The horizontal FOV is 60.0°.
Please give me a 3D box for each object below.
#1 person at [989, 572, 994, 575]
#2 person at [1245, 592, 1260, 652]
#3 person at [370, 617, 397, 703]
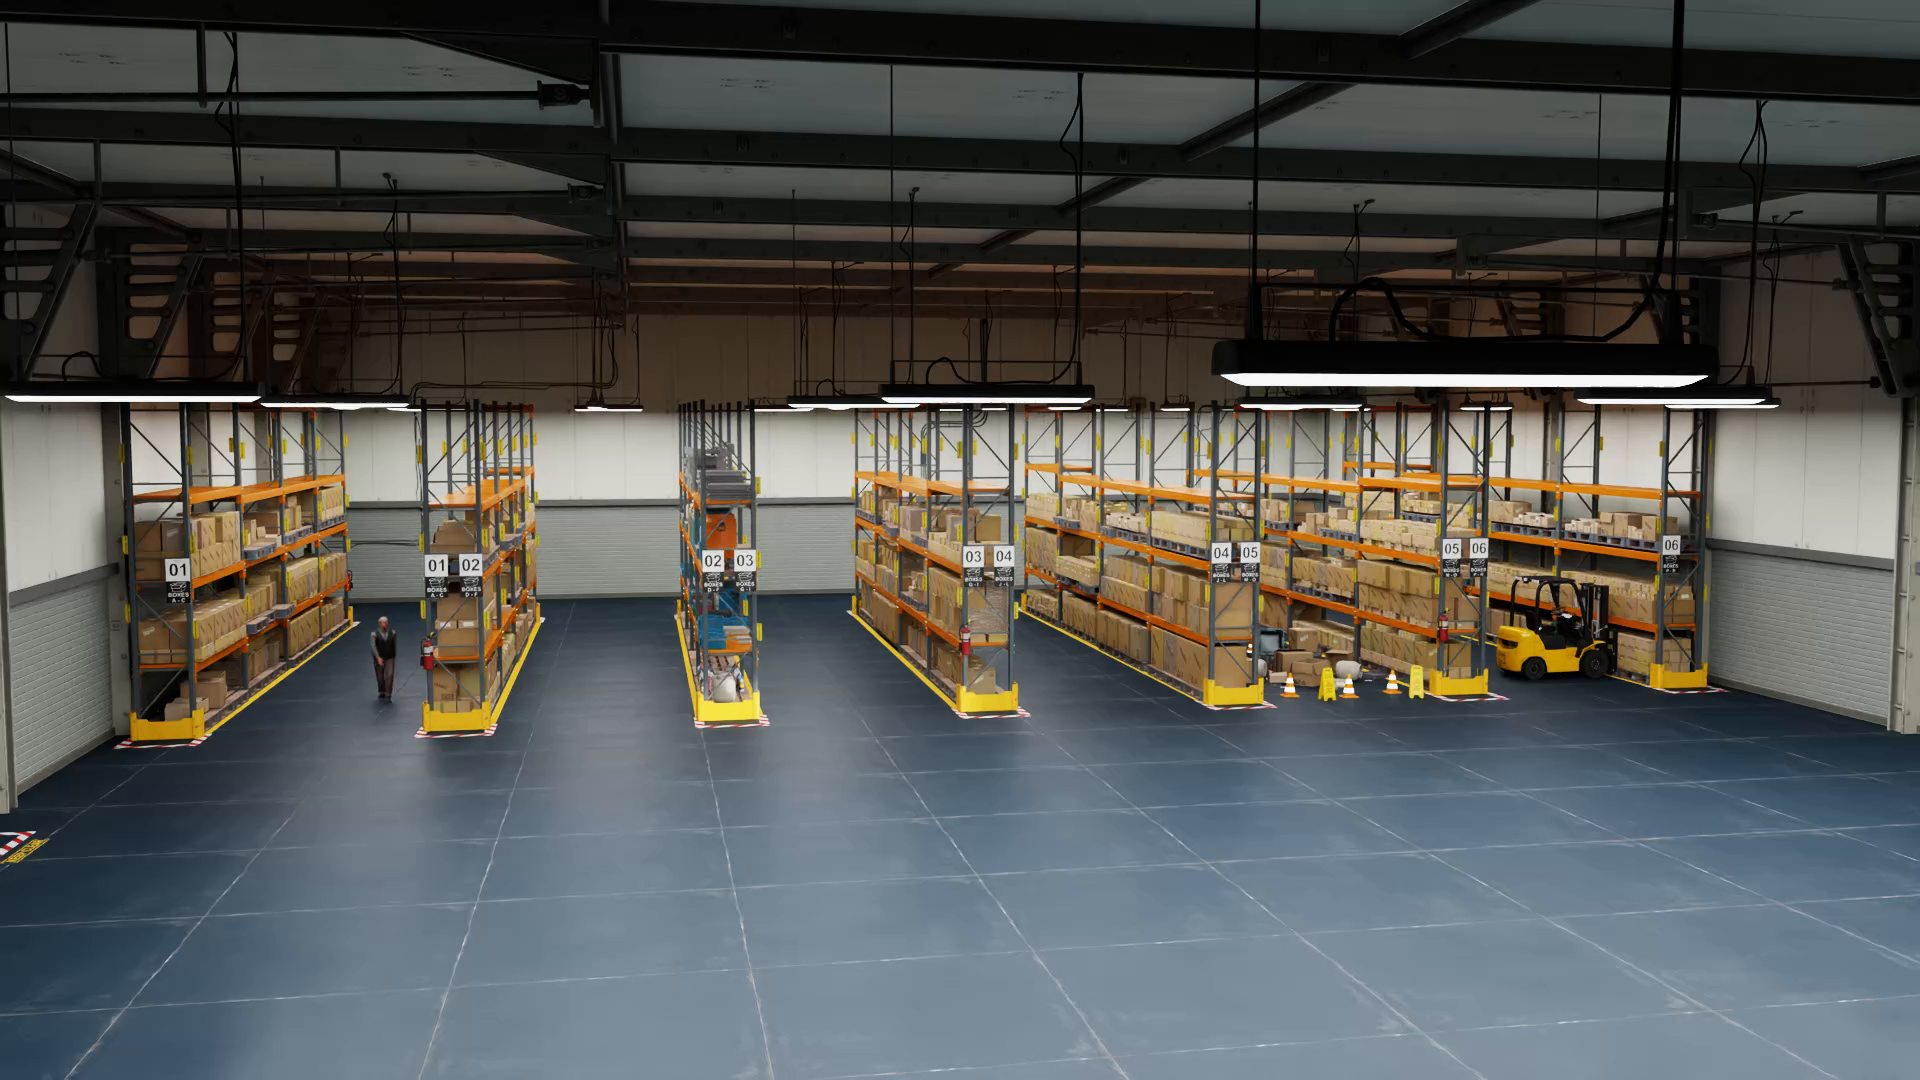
[{"bbox_3d":[0.890,1.330,47.737,0.643,1.596,0.695,0,4,1],"label":"person"},{"bbox_3d":[7.008,1.891,39.810,0.488,1.681,0.399,-4,6,-40],"label":"person"},{"bbox_3d":[-11.489,2.371,33.181,0.504,1.665,0.967,-2,5,-22],"label":"person"}]
